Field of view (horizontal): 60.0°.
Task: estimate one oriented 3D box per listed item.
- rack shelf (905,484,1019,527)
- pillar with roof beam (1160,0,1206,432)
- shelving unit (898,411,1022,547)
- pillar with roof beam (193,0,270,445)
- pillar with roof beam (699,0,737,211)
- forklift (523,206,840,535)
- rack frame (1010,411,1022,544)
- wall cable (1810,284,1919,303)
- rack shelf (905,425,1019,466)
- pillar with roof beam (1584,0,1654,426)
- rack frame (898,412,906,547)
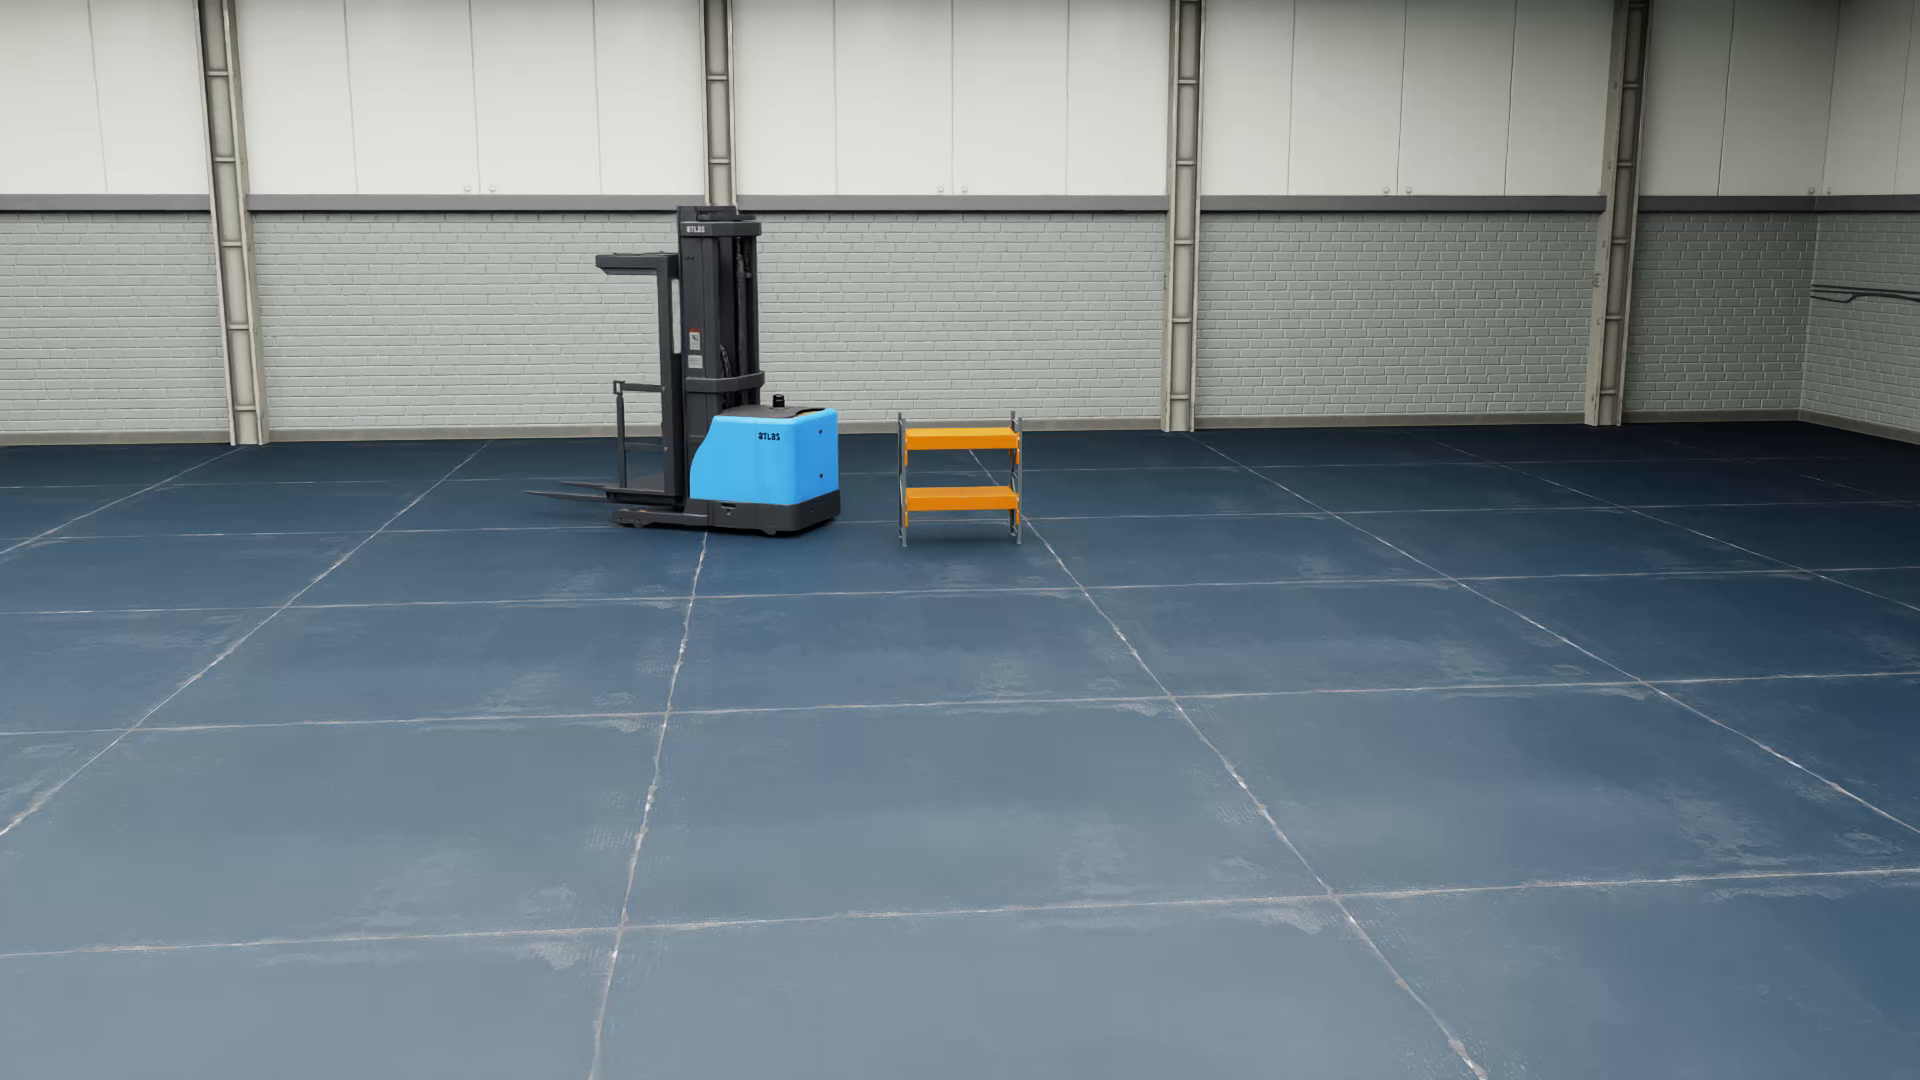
[{"bbox_3d":[-0.007,-0.312,14.806,1.000,0.278,0.538,-1,11,-6],"label":"rack shelf"},{"bbox_3d":[3.388,-5.067,17.313,0.400,9.000,9.100,-1,11,-6],"label":"pillar with roof beam"},{"bbox_3d":[-0.007,-0.552,14.759,1.048,1.125,0.538,-1,11,-6],"label":"shelving unit"},{"bbox_3d":[-8.542,-4.817,16.041,0.400,9.000,9.100,-1,11,-6],"label":"pillar with roof beam"},{"bbox_3d":[-2.577,-4.942,16.677,0.400,9.000,9.100,-1,11,-6],"label":"pillar with roof beam"},{"bbox_3d":[-2.703,-1.639,15.608,3.031,2.935,1.130,4,12,21],"label":"forklift"},{"bbox_3d":[0.499,-0.562,14.813,0.032,1.125,0.500,-1,11,-6],"label":"rack frame"},{"bbox_3d":[11.960,-4.301,21.470,0.112,2.526,3.097,-1,11,-6],"label":"wall cable"},{"bbox_3d":[-0.007,-0.839,14.702,1.000,0.278,0.538,-1,11,-6],"label":"rack shelf"},{"bbox_3d":[9.353,-5.192,17.949,0.400,9.000,9.100,-1,11,-6],"label":"pillar with roof beam"},{"bbox_3d":[-0.512,-0.541,14.705,0.032,1.125,0.500,-1,11,-6],"label":"rack frame"}]
